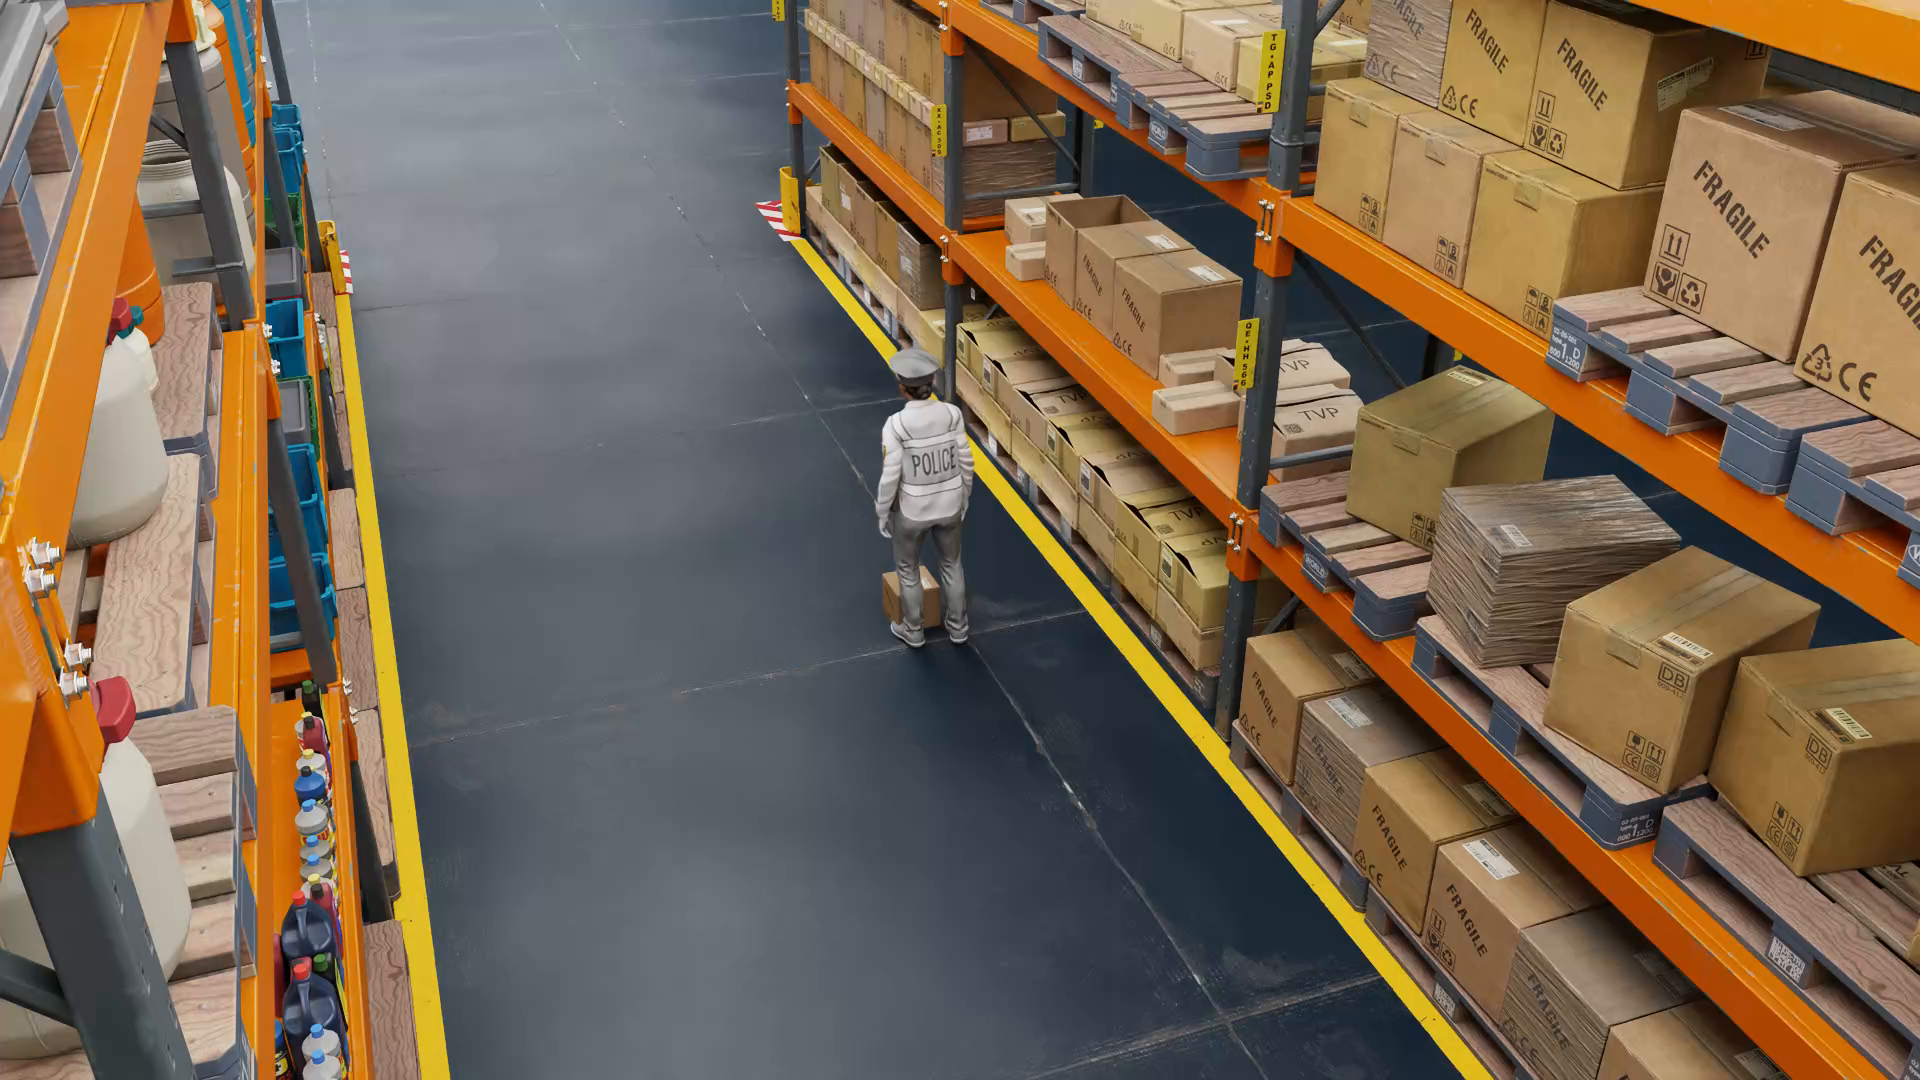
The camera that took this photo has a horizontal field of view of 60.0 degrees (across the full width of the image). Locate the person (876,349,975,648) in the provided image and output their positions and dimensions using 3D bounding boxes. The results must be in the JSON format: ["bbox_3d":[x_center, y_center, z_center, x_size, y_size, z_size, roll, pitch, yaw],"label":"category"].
[{"bbox_3d":[-0.189,-0.178,8.643,0.540,1.661,0.415,-12,32,-20],"label":"person"}]
